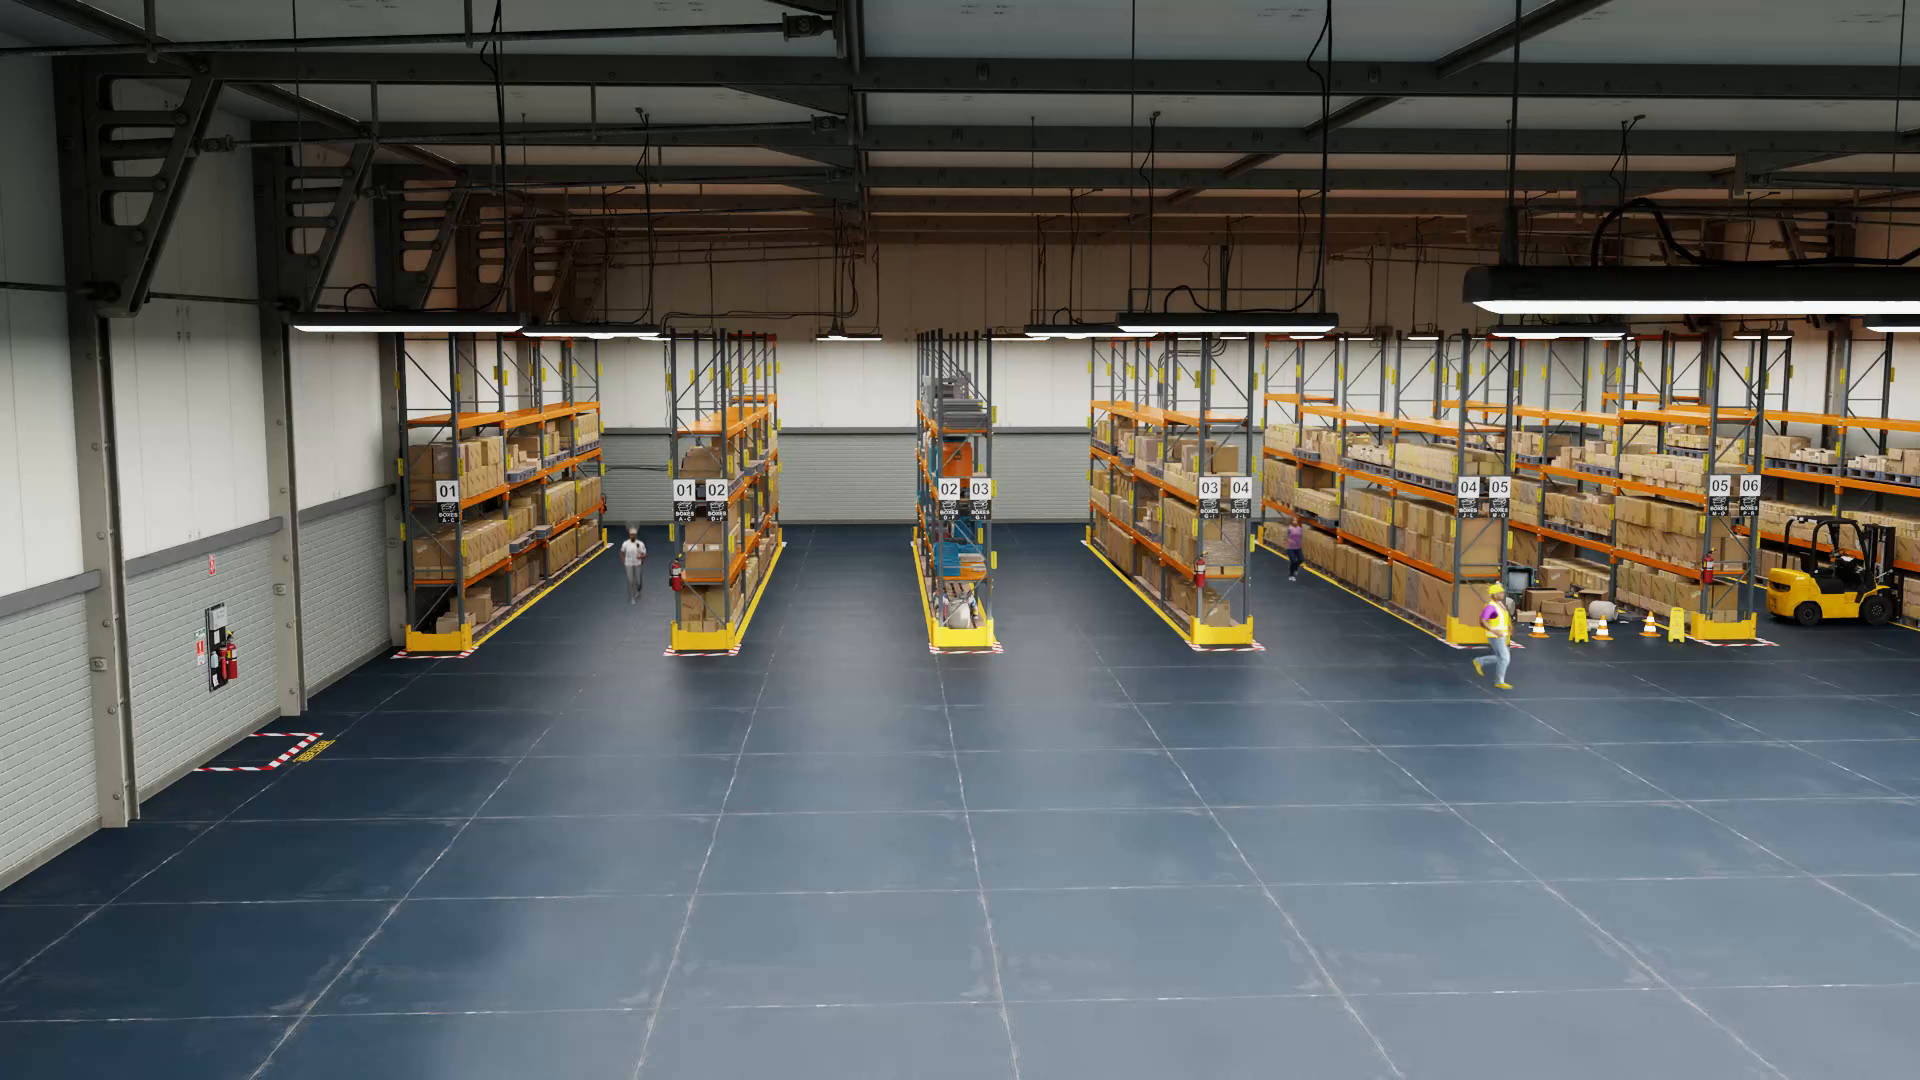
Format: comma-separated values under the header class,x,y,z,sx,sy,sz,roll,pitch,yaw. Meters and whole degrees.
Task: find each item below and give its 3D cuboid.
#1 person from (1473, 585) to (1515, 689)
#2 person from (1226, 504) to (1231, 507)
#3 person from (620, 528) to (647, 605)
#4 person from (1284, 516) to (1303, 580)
class,x,y,z,sx,sy,sz,roll,pitch,yaw
person,8.927,1.608,27.772,0.654,1.735,0.701,4,8,33
person,7.403,-0.685,47.361,0.701,1.568,1.026,2,7,15
person,-7.224,0.563,36.778,0.588,1.663,0.834,-1,7,-11
person,8.106,0.210,40.206,0.526,1.556,0.536,-1,7,-9
